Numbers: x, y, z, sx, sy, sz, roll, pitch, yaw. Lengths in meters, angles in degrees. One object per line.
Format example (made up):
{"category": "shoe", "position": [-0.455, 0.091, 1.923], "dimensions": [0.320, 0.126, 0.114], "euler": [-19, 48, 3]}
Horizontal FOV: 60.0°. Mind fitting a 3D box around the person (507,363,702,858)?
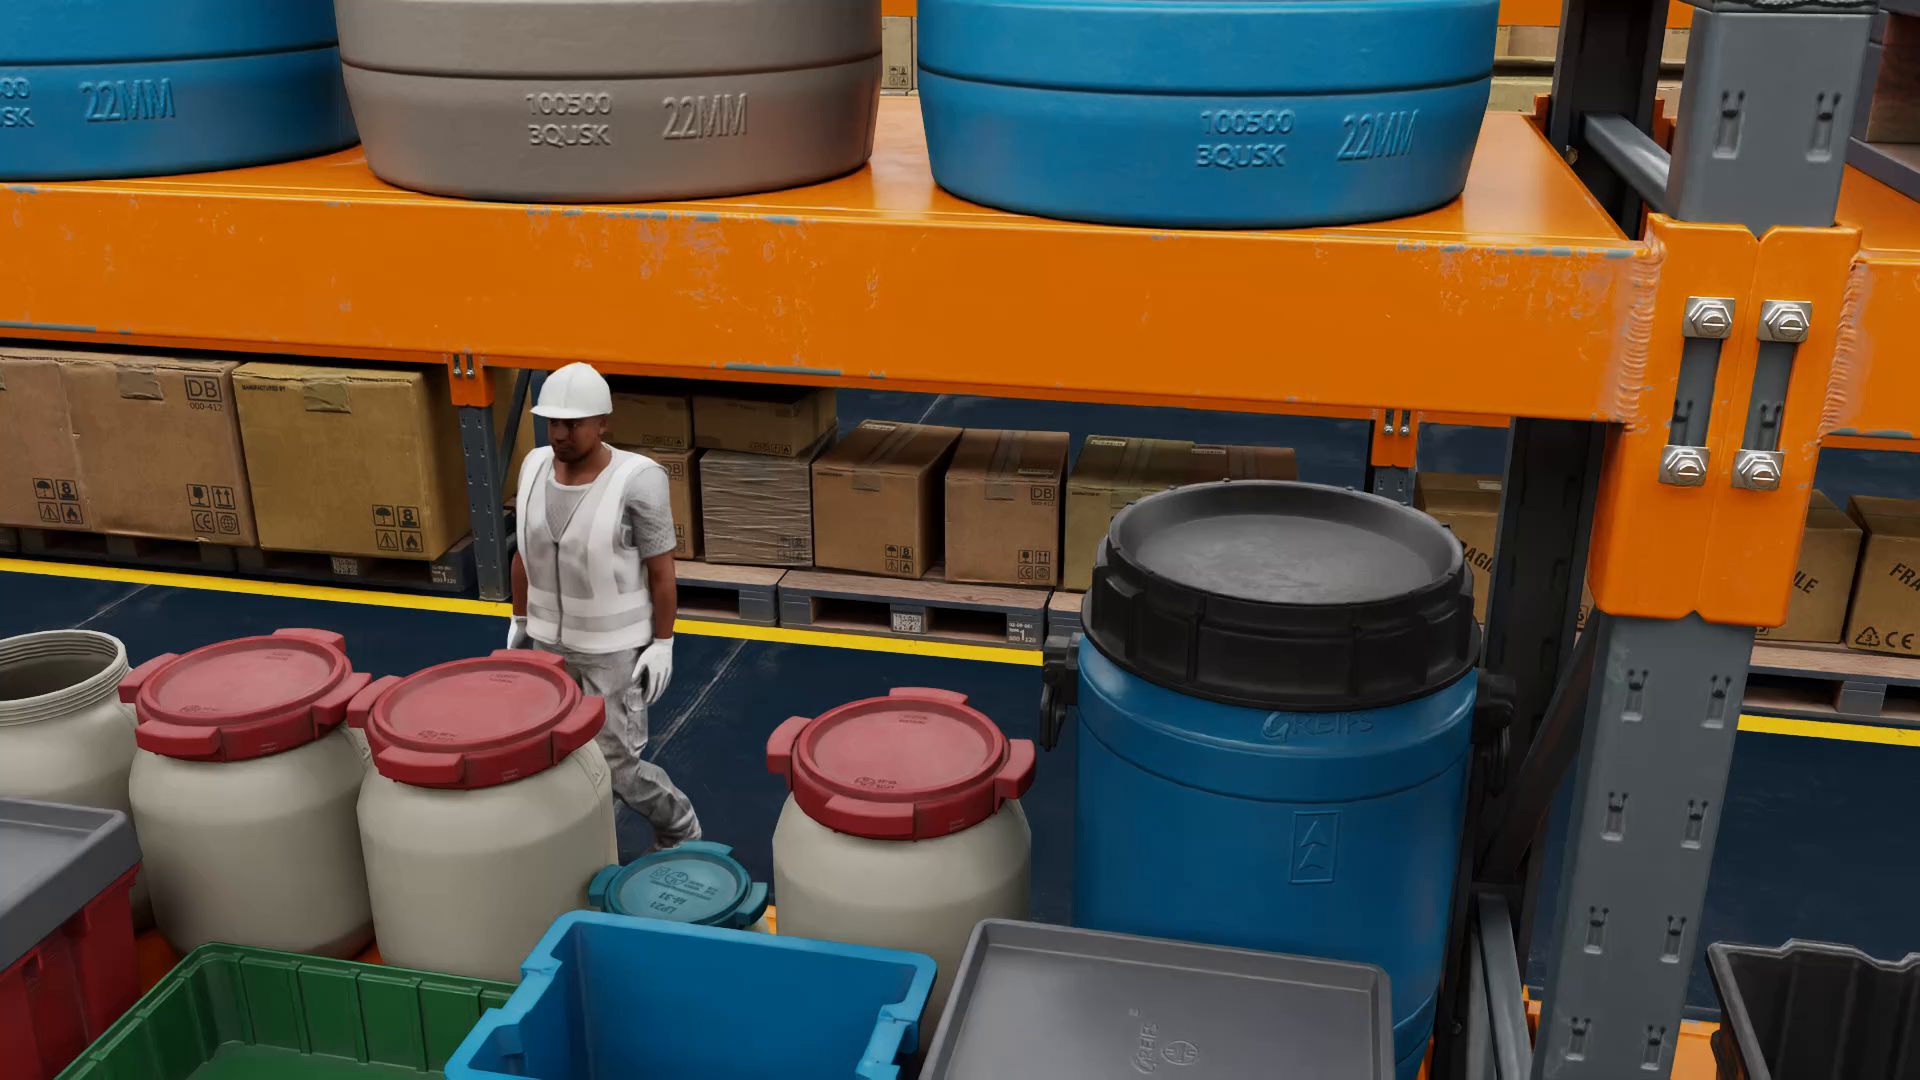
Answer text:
{"category": "person", "position": [-1.168, 0.317, 5.229], "dimensions": [0.578, 1.789, 0.460], "euler": [10, 23, 23]}
